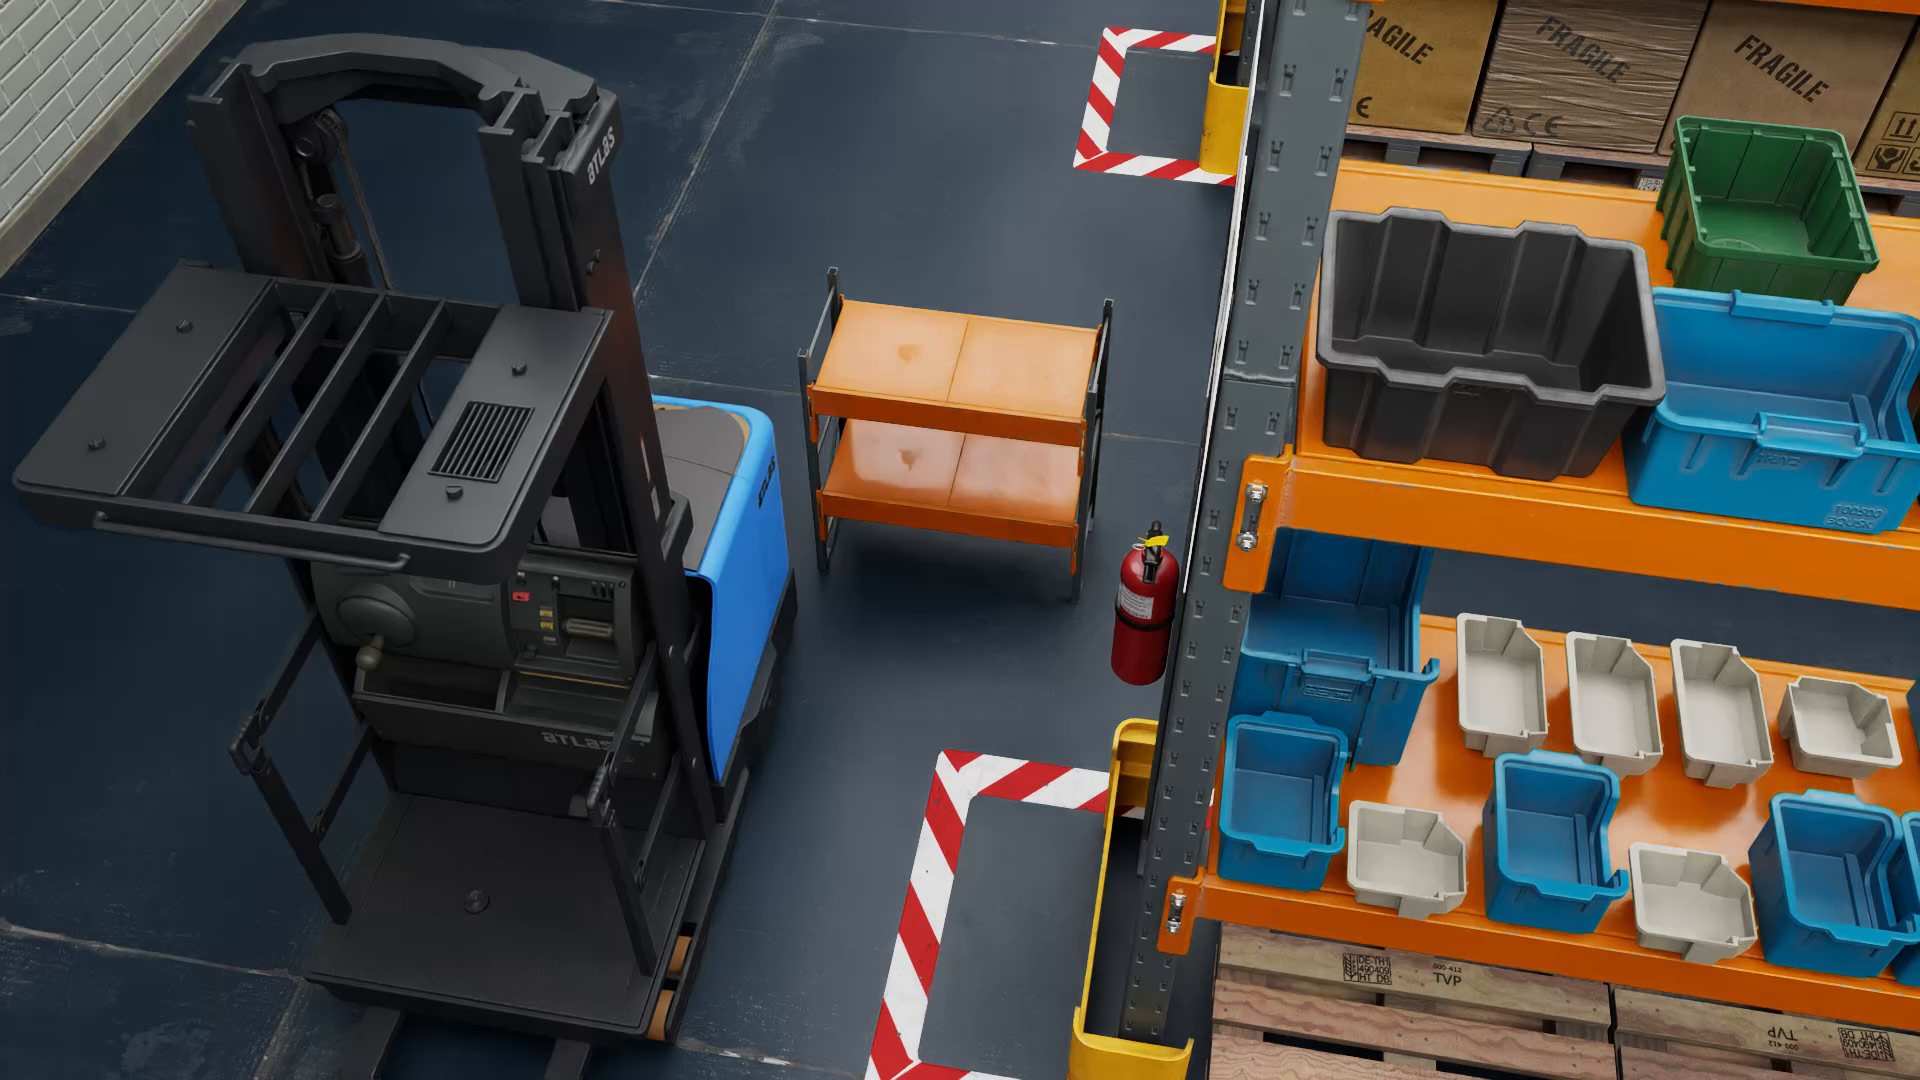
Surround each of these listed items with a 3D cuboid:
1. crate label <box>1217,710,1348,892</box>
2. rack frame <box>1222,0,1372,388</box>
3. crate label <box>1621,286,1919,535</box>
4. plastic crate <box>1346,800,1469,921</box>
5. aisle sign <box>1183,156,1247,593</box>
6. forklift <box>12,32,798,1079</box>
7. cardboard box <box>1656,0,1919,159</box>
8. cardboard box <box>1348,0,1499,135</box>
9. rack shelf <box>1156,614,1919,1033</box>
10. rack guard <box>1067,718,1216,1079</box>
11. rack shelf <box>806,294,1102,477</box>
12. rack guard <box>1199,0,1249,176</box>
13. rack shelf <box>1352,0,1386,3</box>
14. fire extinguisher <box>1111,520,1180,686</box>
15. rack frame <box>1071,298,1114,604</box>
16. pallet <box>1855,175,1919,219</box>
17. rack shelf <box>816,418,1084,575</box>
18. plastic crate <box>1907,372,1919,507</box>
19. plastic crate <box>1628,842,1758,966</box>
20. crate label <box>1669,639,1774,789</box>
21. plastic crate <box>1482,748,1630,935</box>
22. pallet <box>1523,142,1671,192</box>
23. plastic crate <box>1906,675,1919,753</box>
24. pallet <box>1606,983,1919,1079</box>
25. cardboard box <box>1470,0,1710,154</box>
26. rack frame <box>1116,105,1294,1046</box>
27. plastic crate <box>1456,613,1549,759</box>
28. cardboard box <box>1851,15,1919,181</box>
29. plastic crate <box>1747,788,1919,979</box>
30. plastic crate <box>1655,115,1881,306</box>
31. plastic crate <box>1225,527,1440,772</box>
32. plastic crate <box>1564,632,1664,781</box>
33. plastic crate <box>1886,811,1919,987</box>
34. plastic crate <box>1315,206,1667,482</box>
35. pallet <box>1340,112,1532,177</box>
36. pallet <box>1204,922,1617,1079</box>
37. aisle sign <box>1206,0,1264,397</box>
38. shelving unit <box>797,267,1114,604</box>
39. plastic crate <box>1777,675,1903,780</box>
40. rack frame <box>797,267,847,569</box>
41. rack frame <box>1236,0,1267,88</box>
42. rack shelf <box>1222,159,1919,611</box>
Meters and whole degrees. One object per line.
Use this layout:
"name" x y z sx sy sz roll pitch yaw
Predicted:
"crate label" 0.800 0.670 4.175 0.303 0.233 0.416 8 49 7
"rack frame" 0.616 -1.644 2.150 0.127 3.000 1.000 8 49 7
"crate label" 1.466 -0.234 2.999 0.502 0.251 0.408 8 49 7
"plastic crate" 1.101 0.806 4.119 0.298 0.136 0.250 8 49 7
"aisle sign" 0.492 -0.300 3.227 0.004 0.787 0.394 8 49 7
"forklift" -1.388 0.307 4.476 1.130 2.935 3.031 8 49 7
"cardboard box" 3.912 -2.431 8.036 0.875 0.875 0.875 8 49 7
"cardboard box" 2.141 -2.669 8.250 0.875 0.875 0.875 8 49 7
"rack shelf" 2.584 0.866 4.411 4.000 0.370 1.077 8 49 7
"rack guard" 0.590 1.203 5.305 0.348 0.500 1.175 8 49 7
"rack shelf" -0.007 -0.572 6.087 1.000 0.278 0.538 8 49 7
"rack guard" 1.473 -2.432 8.571 0.348 0.500 1.175 8 49 7
"rack shelf" 2.584 -1.006 2.328 4.000 0.370 1.077 8 49 7
"fire extinguisher" 0.548 0.159 4.866 0.183 0.674 0.296 8 49 7
"rack frame" 0.494 -0.310 6.244 0.032 1.125 0.500 8 49 7
"pallet" 4.698 -1.961 8.342 1.213 0.211 1.003 8 49 7
"rack shelf" -0.007 -0.213 6.486 1.000 0.278 0.538 8 49 7
"plastic crate" 2.070 -0.218 2.926 0.767 0.338 0.504 8 49 7
"plastic crate" 1.769 0.895 4.038 0.298 0.136 0.250 8 49 7
"crate label" 2.011 0.472 4.418 0.243 0.136 0.396 8 49 7
"plastic crate" 1.448 0.757 4.097 0.300 0.233 0.416 8 49 7
"pallet" 3.494 -2.121 8.486 1.213 0.211 1.003 8 49 7
"plastic crate" 2.682 0.481 4.346 0.300 0.233 0.416 8 49 7
"pallet" 2.617 1.593 5.148 1.213 0.211 1.003 8 49 7
"cardboard box" 3.036 -2.548 8.141 0.875 0.875 0.875 8 49 7
"rack frame" 0.616 0.361 4.381 0.127 3.000 1.000 8 49 7
"plastic crate" 1.450 0.404 4.479 0.243 0.136 0.396 8 49 7
"cardboard box" 4.798 -2.312 7.929 0.875 0.875 0.875 8 49 7
"plastic crate" 2.096 0.844 4.019 0.300 0.233 0.416 8 49 7
"plastic crate" 1.637 -0.650 3.415 0.336 0.188 0.450 8 49 7
"plastic crate" 0.978 0.236 4.429 0.499 0.435 0.616 8 49 7
"plastic crate" 1.733 0.453 4.435 0.243 0.136 0.396 8 49 7
"plastic crate" 2.391 0.884 3.983 0.300 0.233 0.416 8 49 7
"plastic crate" 0.945 -0.343 3.085 0.590 0.269 0.497 8 49 7
"pallet" 2.297 -2.284 8.633 1.213 0.211 1.003 8 49 7
"pallet" 1.420 1.430 5.295 1.213 0.211 1.003 8 49 7
"aisle sign" 0.597 -0.732 3.615 0.004 0.787 0.394 8 49 7
"shelving unit" -0.007 -0.377 6.304 1.048 1.125 0.538 8 49 7
"plastic crate" 2.306 0.498 4.395 0.250 0.136 0.298 8 49 7
"rack frame" -0.507 -0.444 6.365 0.032 1.125 0.500 8 49 7
"rack frame" 1.497 -3.265 7.639 0.127 3.000 1.000 8 49 7
"rack shelf" 2.584 -0.137 3.295 4.000 0.370 1.077 8 49 7
